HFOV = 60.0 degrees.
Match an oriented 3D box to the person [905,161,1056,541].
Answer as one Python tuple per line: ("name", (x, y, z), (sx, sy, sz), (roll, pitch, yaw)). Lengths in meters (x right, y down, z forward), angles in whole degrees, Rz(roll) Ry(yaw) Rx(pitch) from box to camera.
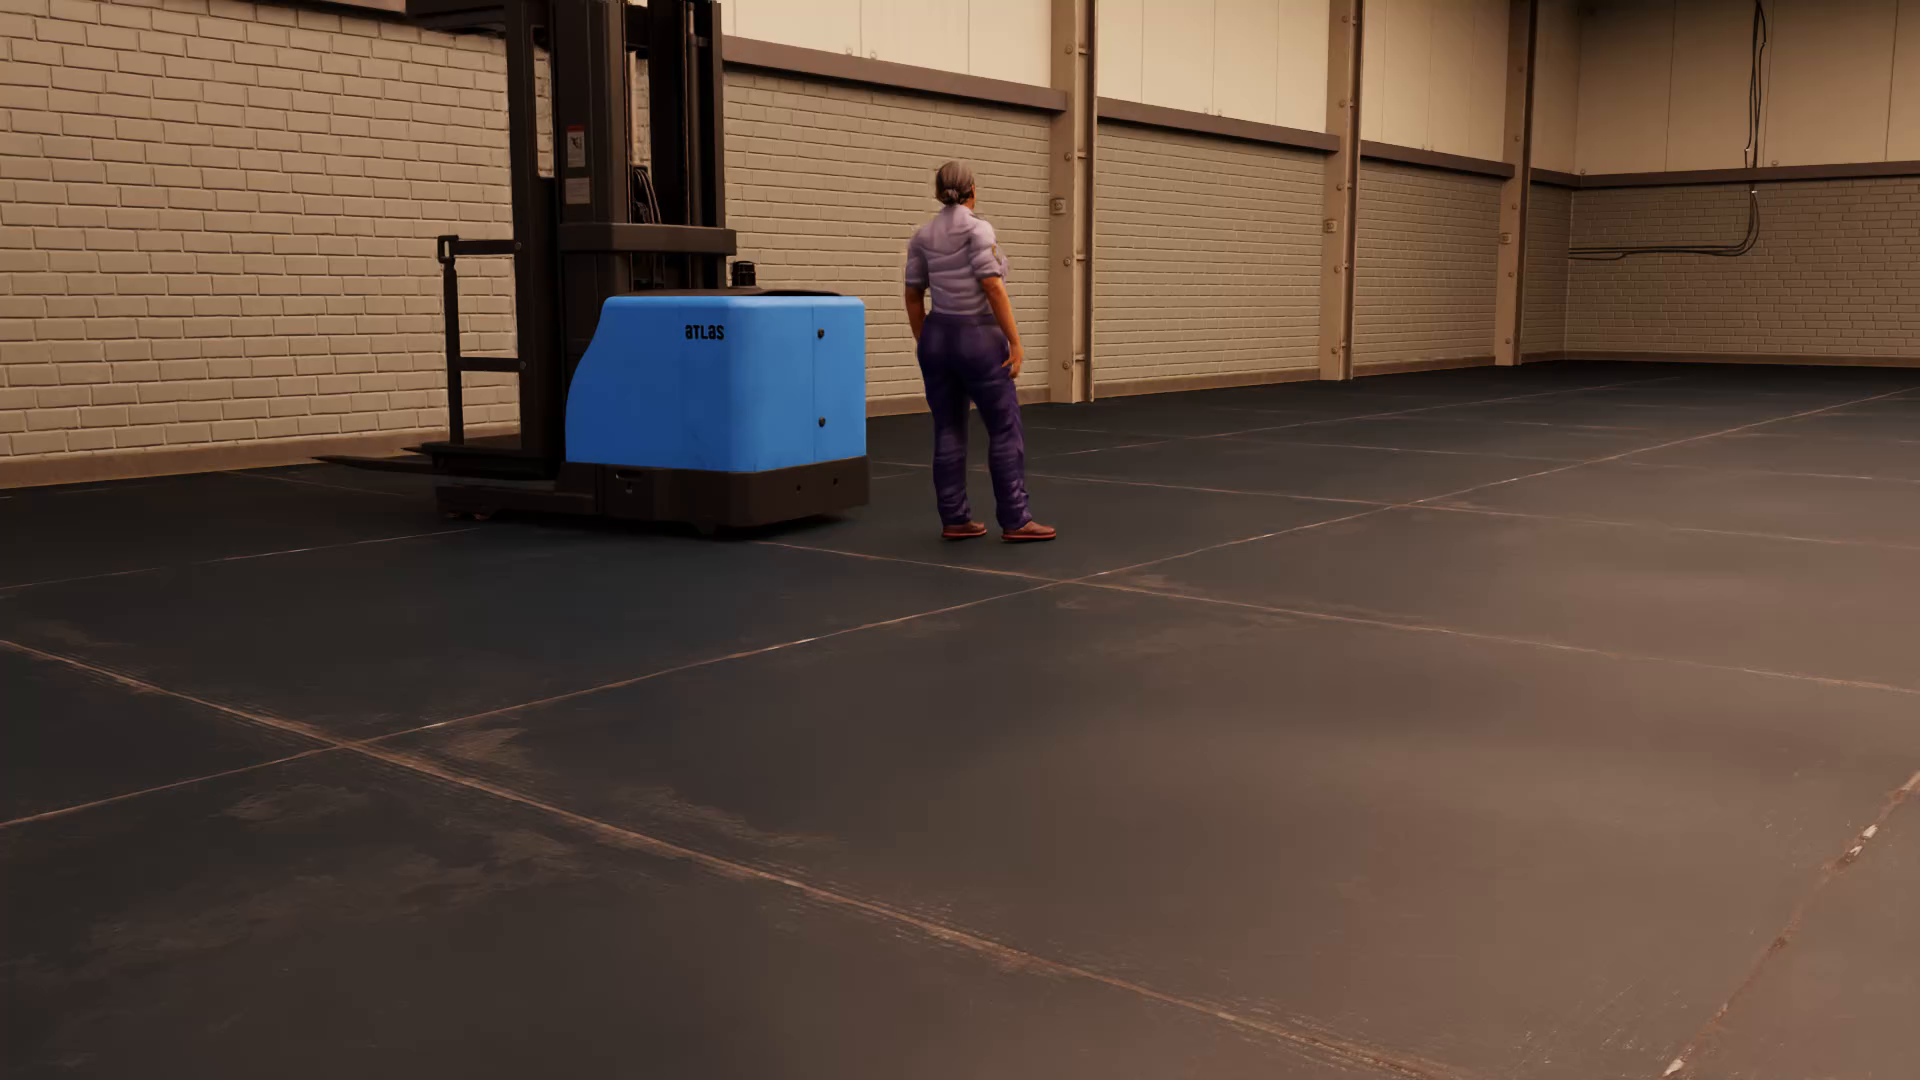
("person", (0.072, -0.827, 7.360), (0.610, 1.654, 0.484), (6, 10, 37))

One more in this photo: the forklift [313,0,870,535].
("forklift", (-1.977, -1.604, 8.246), (3.031, 2.935, 1.130), (5, 10, 29))
